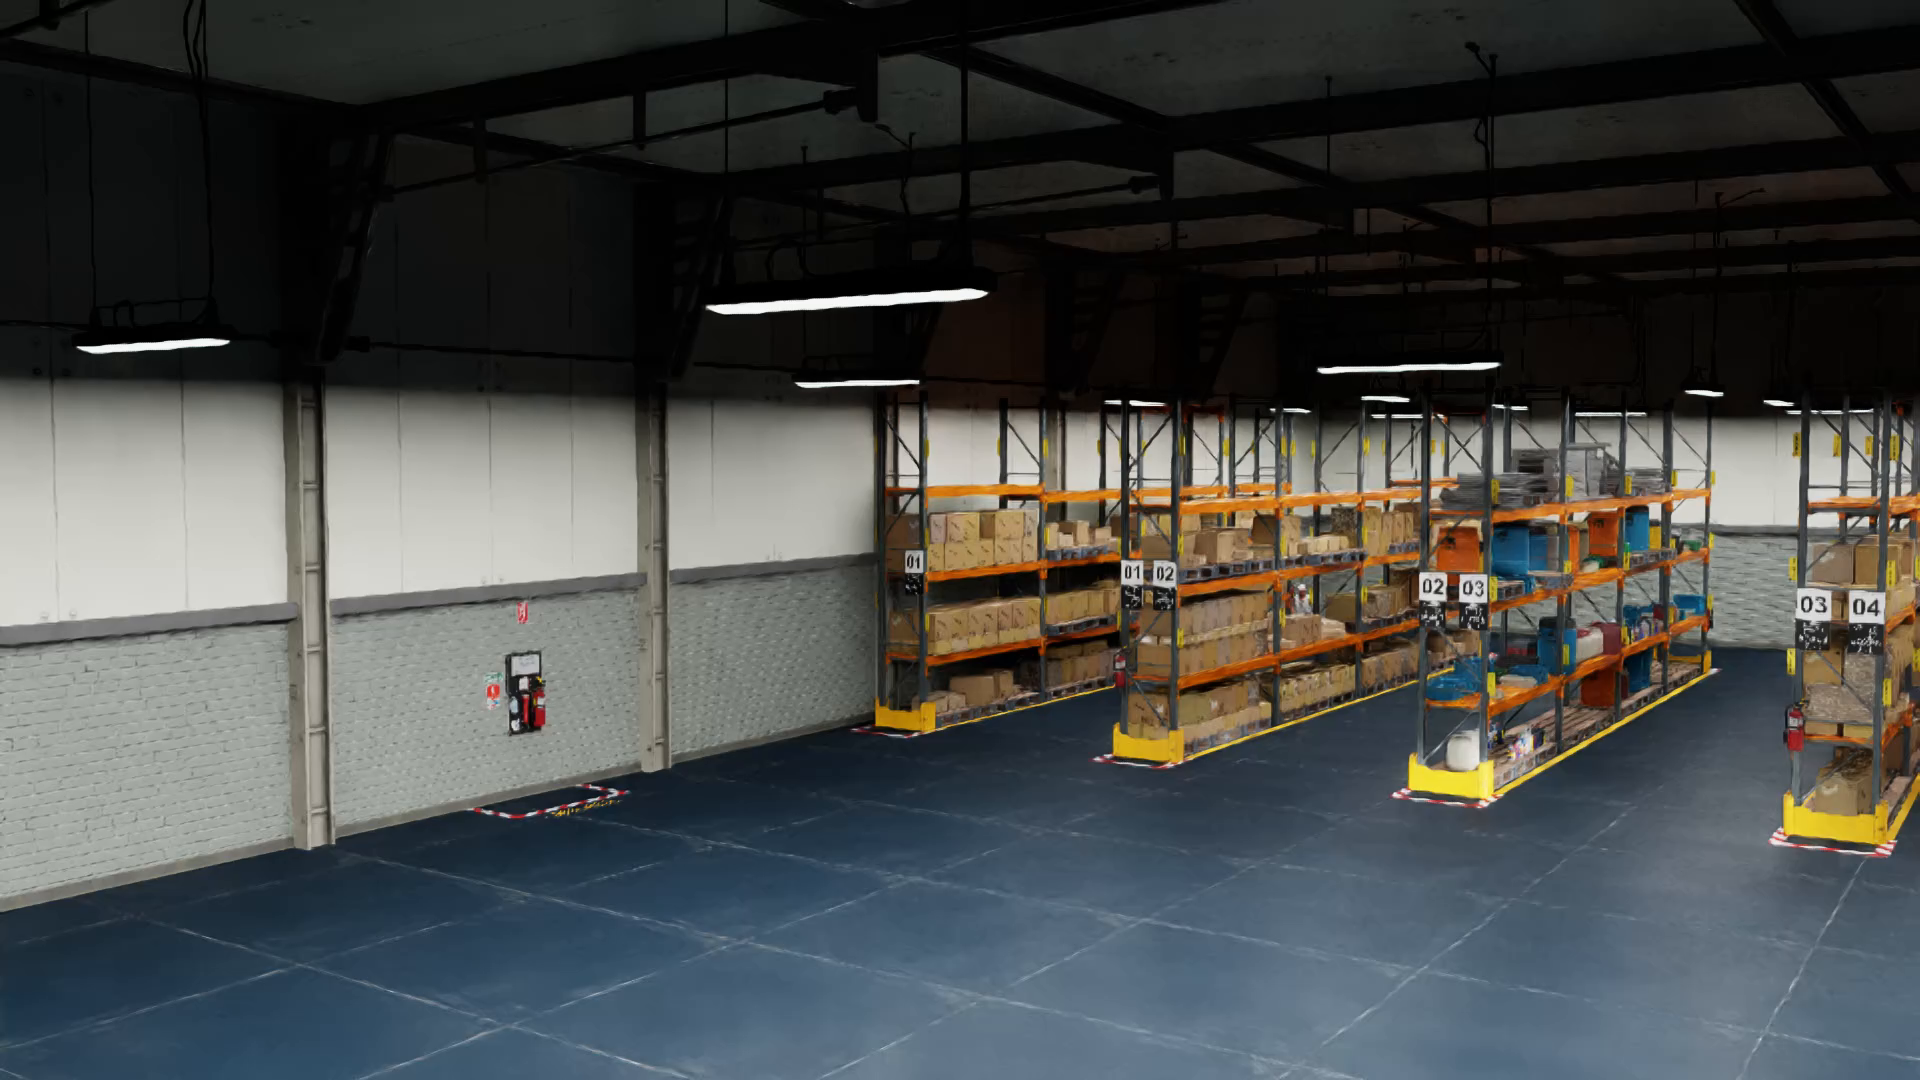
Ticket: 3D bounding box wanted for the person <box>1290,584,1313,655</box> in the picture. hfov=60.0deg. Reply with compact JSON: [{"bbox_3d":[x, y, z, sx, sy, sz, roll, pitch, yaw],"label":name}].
[{"bbox_3d":[8.267,1.918,40.062,0.677,1.742,0.552,2,4,32],"label":"person"}]
